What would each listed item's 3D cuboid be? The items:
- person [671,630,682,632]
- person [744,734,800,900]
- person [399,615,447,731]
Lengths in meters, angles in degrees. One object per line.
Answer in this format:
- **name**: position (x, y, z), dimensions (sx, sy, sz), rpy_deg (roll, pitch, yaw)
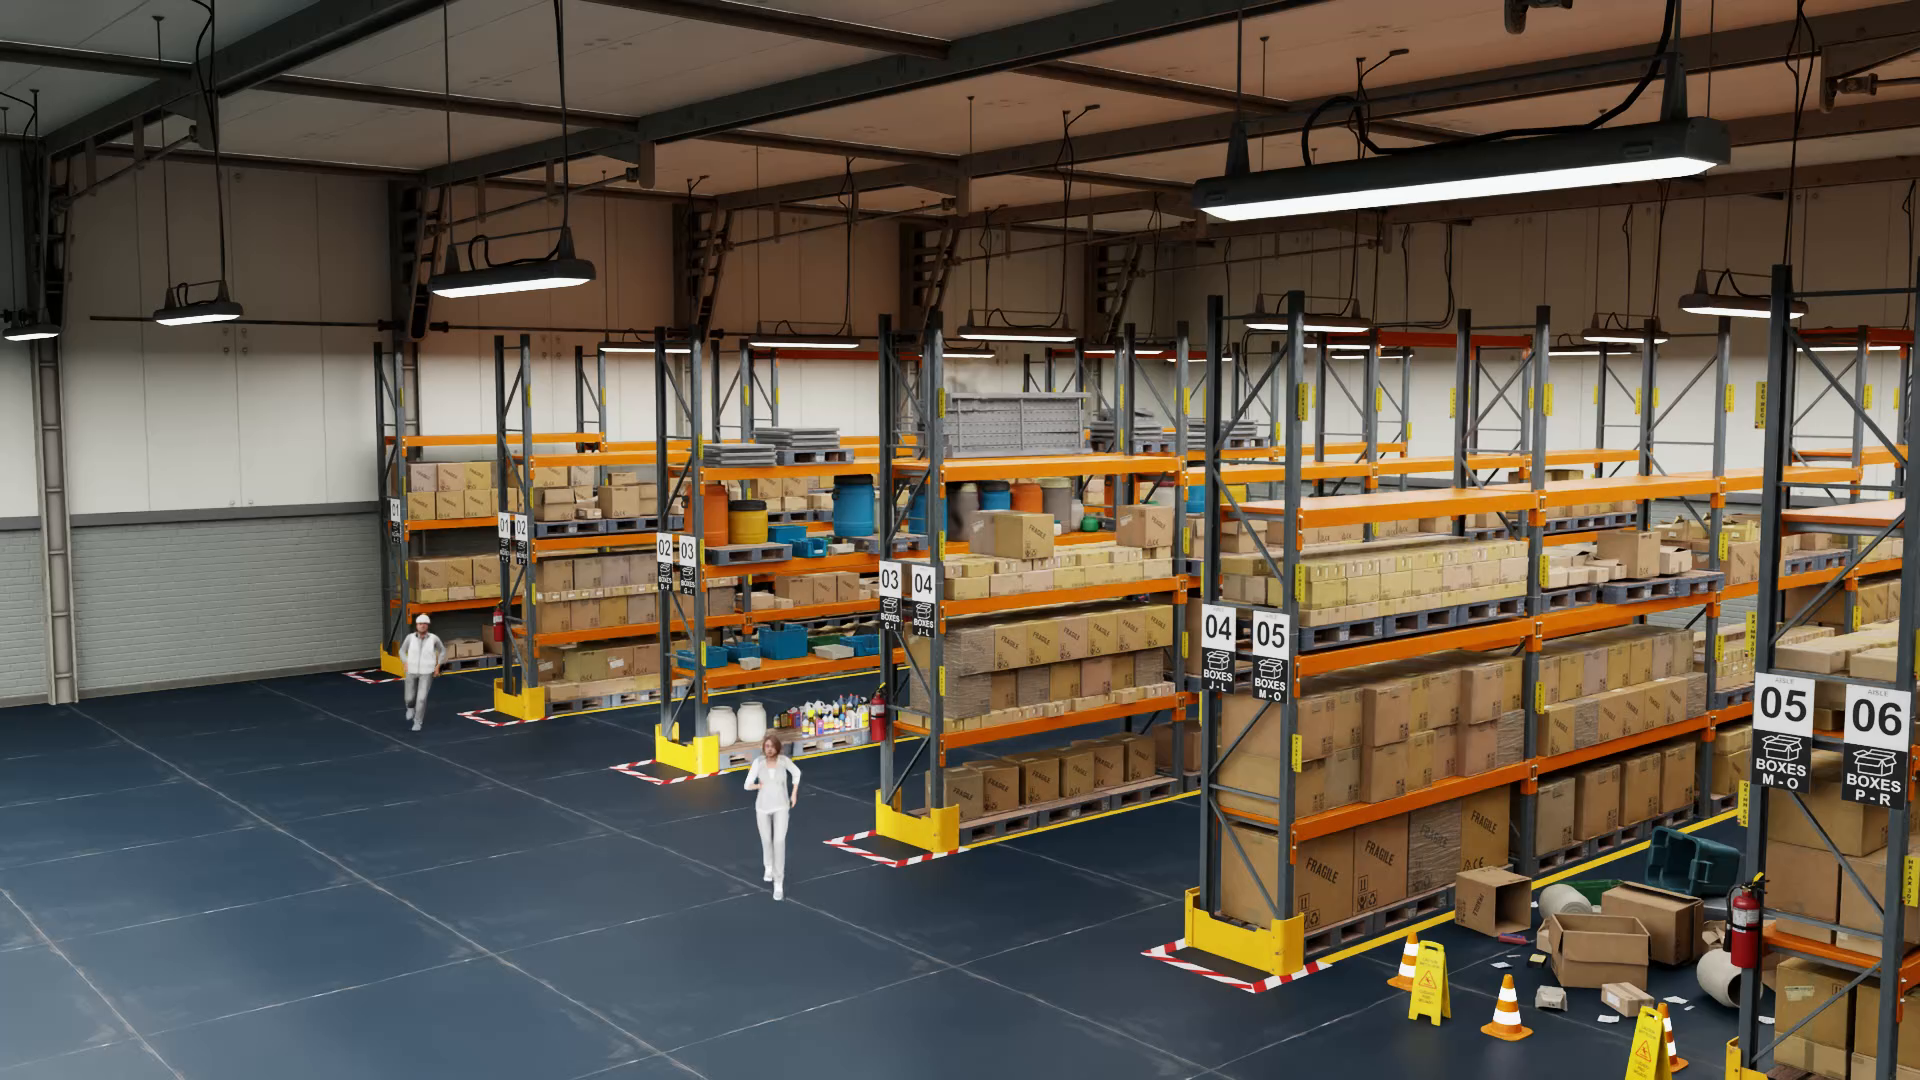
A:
- **person**: position (-5.119, 1.533, 30.589), dimensions (0.605, 1.691, 0.879), rpy_deg (5, 7, 44)
- **person**: position (-1.930, 2.787, 17.059), dimensions (0.535, 1.621, 0.785), rpy_deg (0, 5, 3)
- **person**: position (-8.187, 1.997, 25.361), dimensions (0.697, 1.742, 0.744), rpy_deg (-1, 5, -10)
